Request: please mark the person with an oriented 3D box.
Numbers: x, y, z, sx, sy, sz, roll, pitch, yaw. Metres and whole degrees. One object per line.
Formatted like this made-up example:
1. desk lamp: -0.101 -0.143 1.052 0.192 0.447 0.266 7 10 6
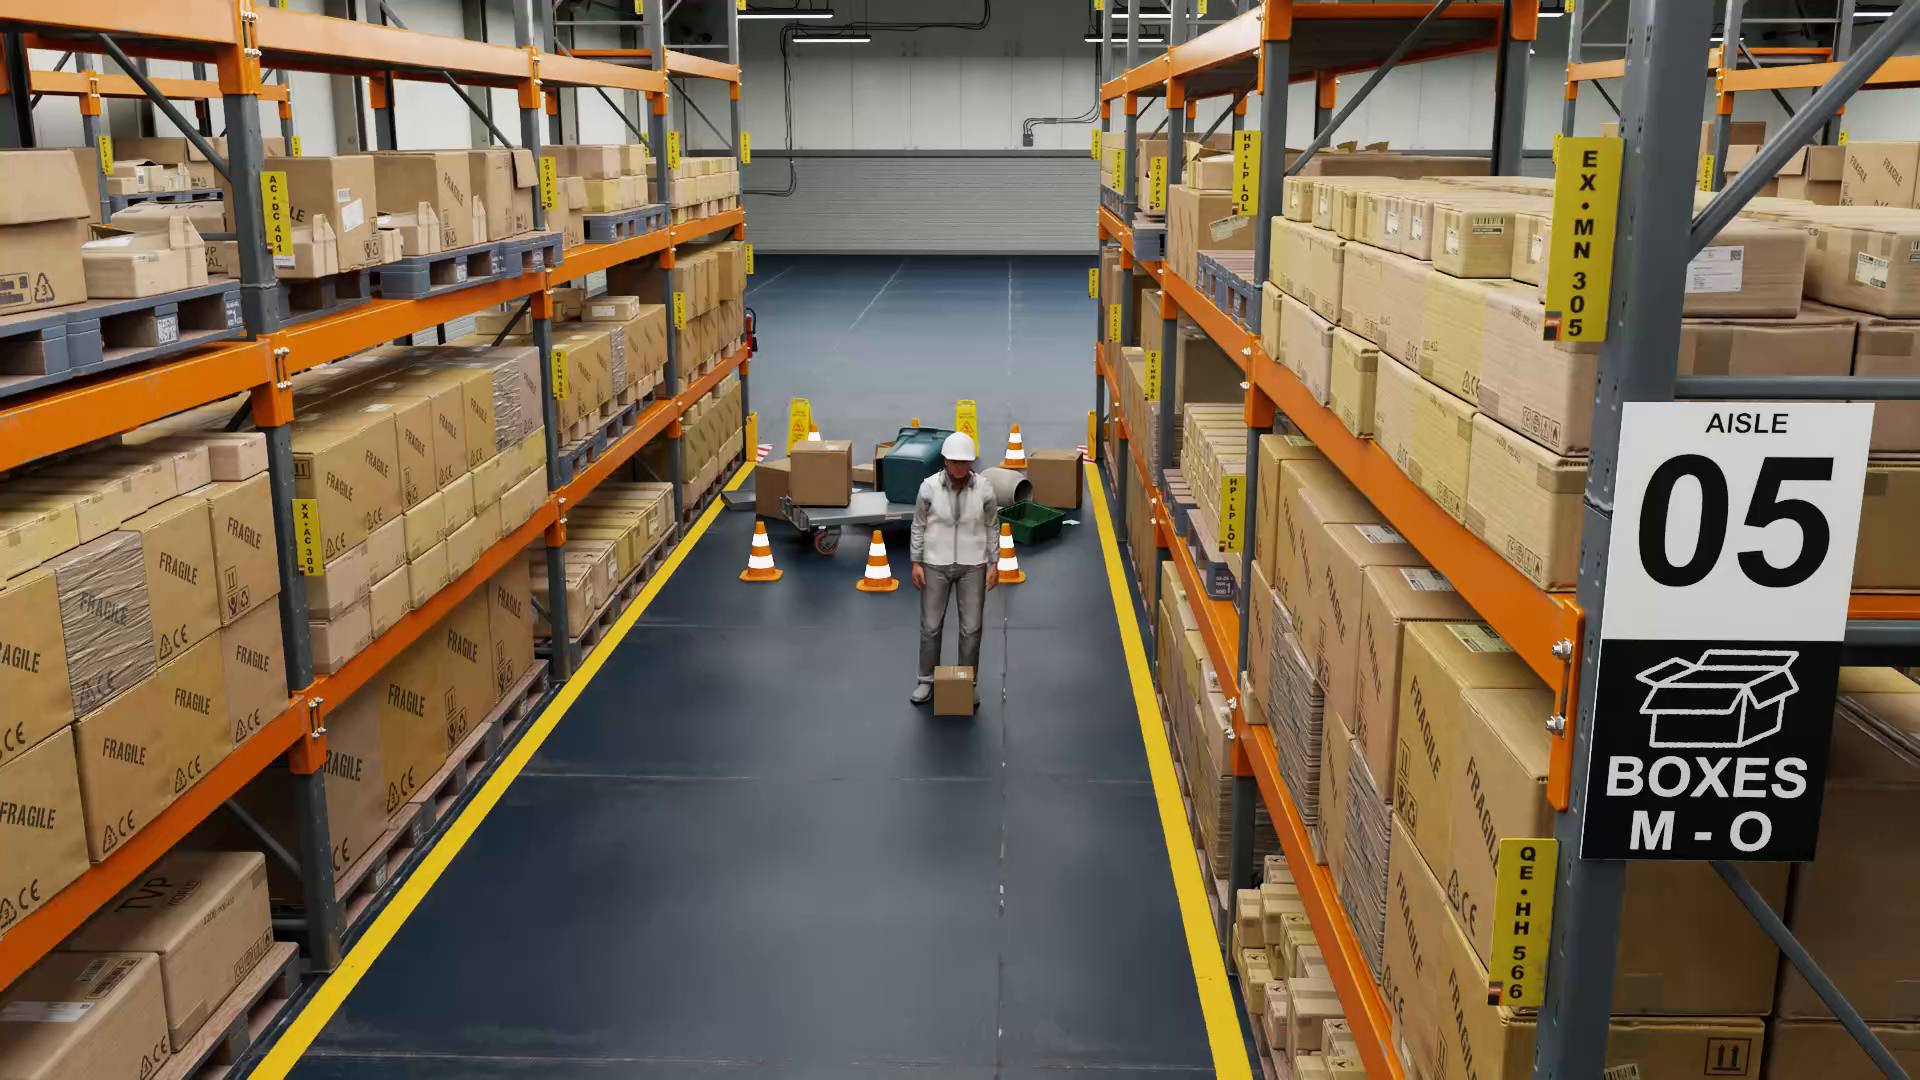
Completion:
1. person: -0.031 0.169 10.753 0.594 1.772 0.471 0 14 -2
